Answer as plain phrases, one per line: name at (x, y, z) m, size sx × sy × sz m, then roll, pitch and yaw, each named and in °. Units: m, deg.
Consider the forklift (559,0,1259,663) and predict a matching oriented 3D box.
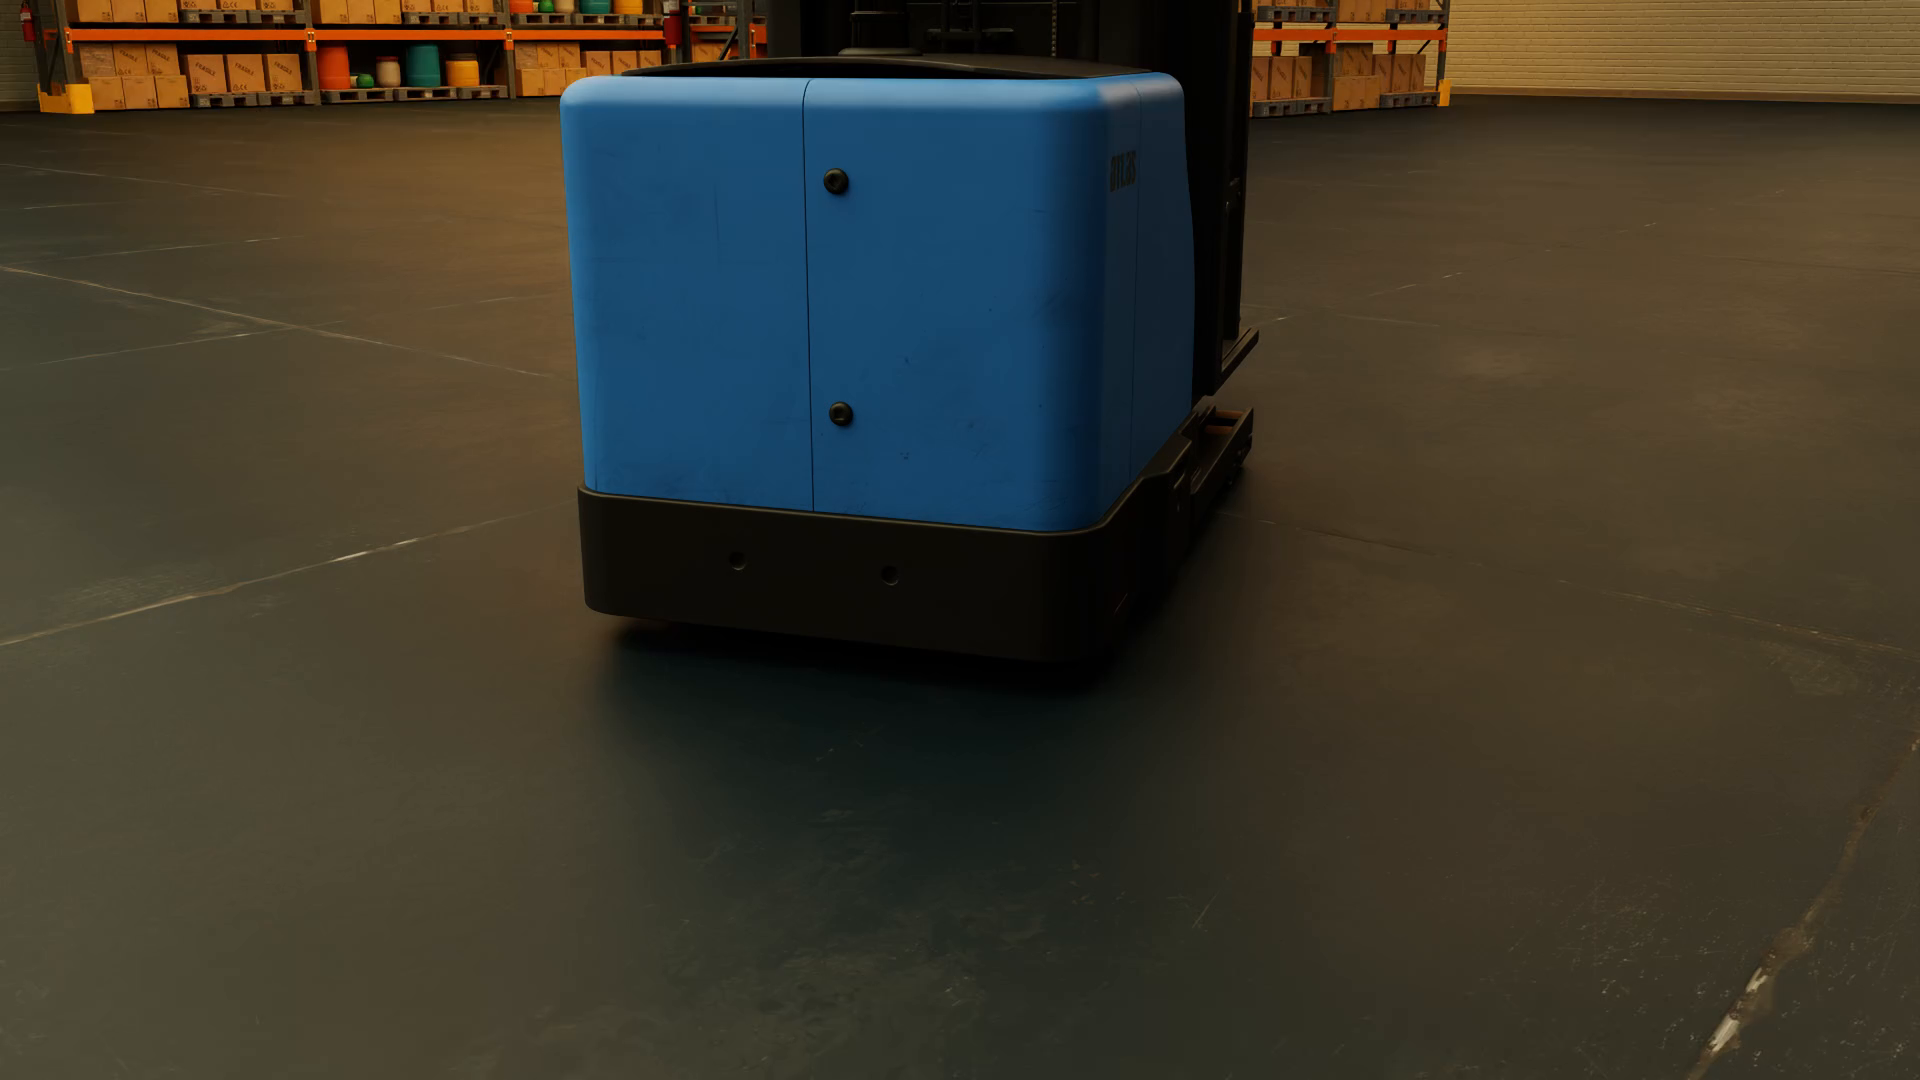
forklift at (0.182, -1.571, 4.072) m, size 1.130 × 2.935 × 3.031 m, roll 5°, pitch 18°, yaw 17°
